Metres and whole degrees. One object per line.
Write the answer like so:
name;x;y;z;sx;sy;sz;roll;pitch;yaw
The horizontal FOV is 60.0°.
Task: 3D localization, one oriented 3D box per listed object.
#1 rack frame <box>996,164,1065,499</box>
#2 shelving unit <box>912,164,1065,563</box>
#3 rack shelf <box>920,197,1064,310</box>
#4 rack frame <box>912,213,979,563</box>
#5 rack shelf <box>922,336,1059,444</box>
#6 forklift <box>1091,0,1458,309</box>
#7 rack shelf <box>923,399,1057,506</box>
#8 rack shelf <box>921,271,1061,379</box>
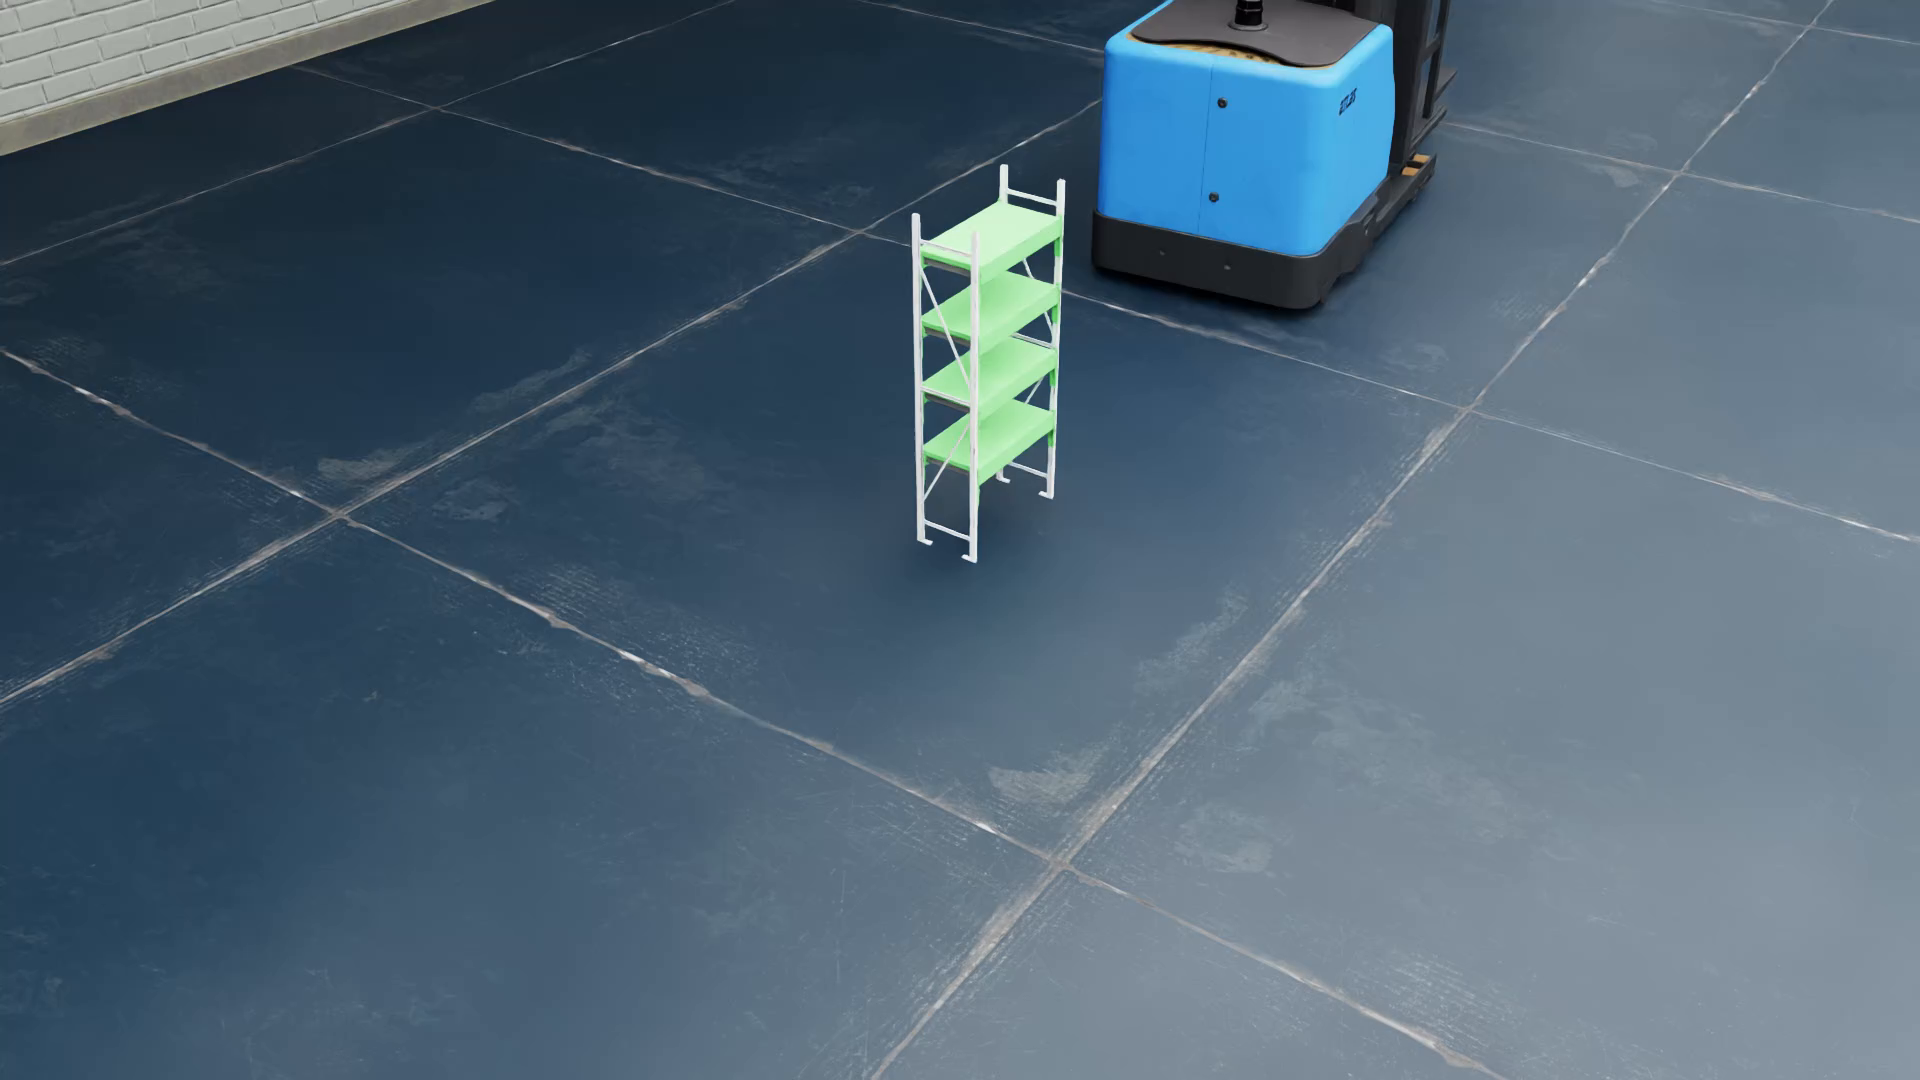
rack frame;0.234;-0.685;5.693;0.240;1.200;0.015;21;39;28
shelving unit;0.094;-0.573;5.527;0.258;1.200;0.503;21;39;28
rack shelf;0.094;-0.918;5.293;0.258;0.148;0.480;21;39;28
rack frame;-0.045;-0.461;5.360;0.240;1.200;0.015;21;39;28
rack shelf;0.094;-0.520;5.562;0.258;0.148;0.480;21;39;28
forklift;1.739;-3.000;7.569;1.130;2.935;3.031;17;38;23
rack shelf;0.094;-0.321;5.697;0.258;0.148;0.480;21;39;28
rack shelf;0.094;-0.719;5.428;0.258;0.148;0.480;21;39;28
